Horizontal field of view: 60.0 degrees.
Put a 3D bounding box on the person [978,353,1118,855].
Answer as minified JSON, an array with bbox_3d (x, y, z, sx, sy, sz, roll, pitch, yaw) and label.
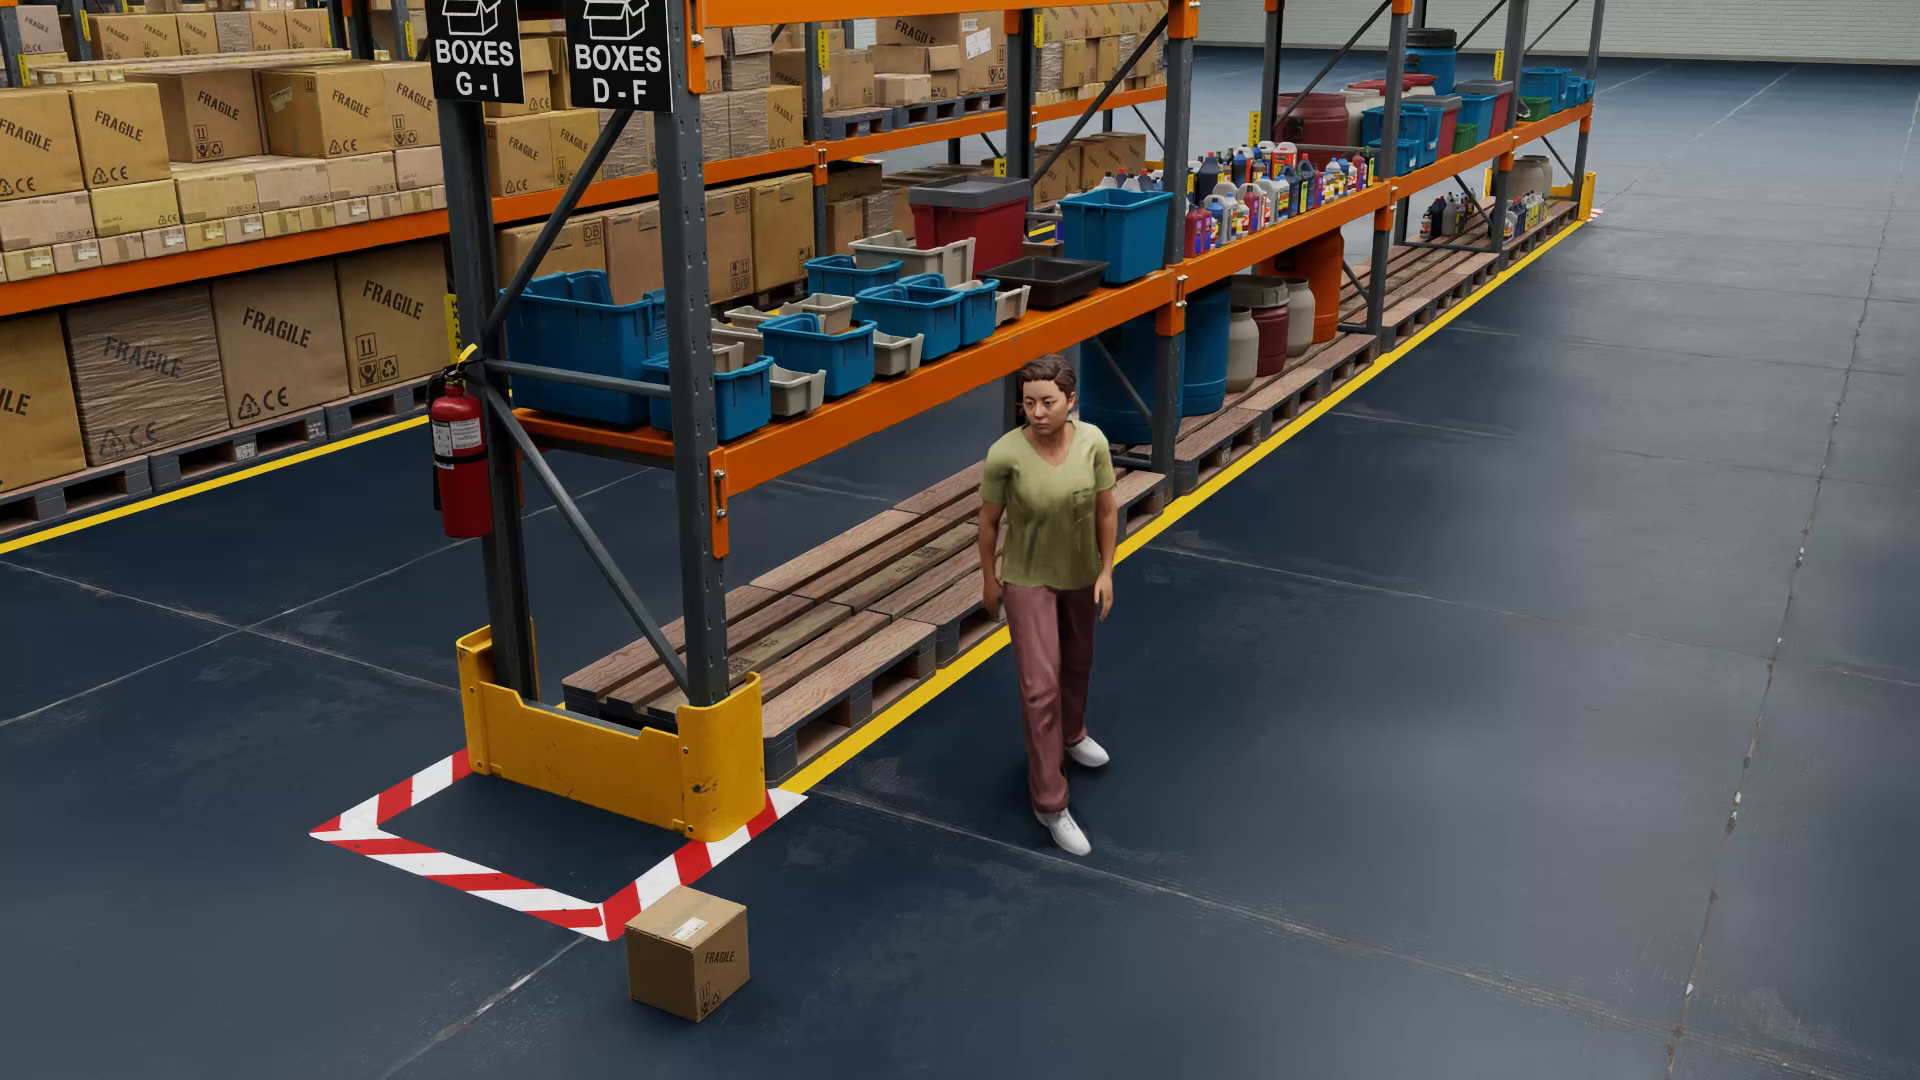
[{"bbox_3d":[0.342,0.164,5.679,0.540,1.660,0.785,-6,20,-17],"label":"person"}]
